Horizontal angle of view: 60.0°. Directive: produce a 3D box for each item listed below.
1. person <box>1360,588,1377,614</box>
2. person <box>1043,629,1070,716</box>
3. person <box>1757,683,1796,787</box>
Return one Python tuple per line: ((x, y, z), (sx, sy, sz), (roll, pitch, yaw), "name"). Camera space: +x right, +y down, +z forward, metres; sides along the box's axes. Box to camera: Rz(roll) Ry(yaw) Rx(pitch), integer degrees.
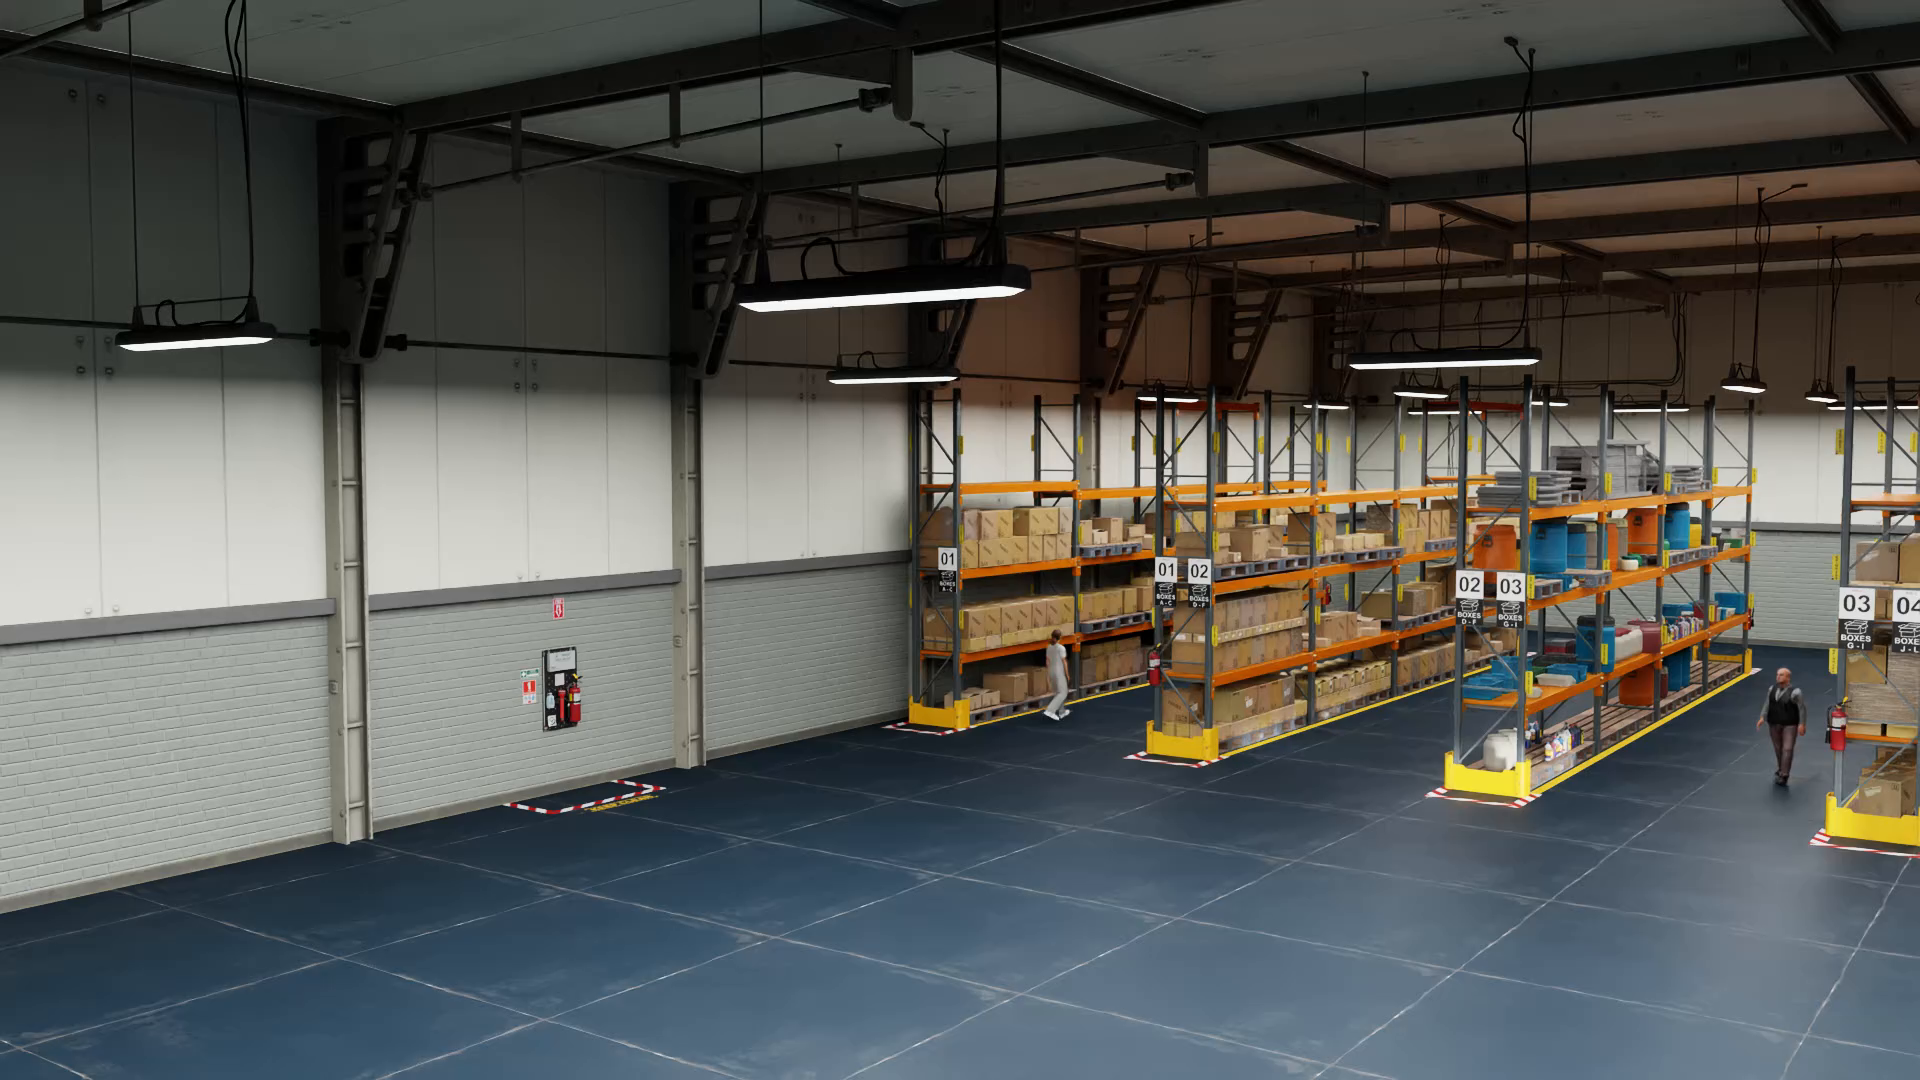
((9.591, 1.959, 38.352), (0.713, 1.753, 0.910), (2, 4, 35), "person")
((1.751, 2.409, 30.184), (0.476, 1.601, 0.437), (1, 3, 10), "person")
((12.005, 2.840, 24.357), (0.565, 1.507, 0.502), (-3, 4, -43), "person")
